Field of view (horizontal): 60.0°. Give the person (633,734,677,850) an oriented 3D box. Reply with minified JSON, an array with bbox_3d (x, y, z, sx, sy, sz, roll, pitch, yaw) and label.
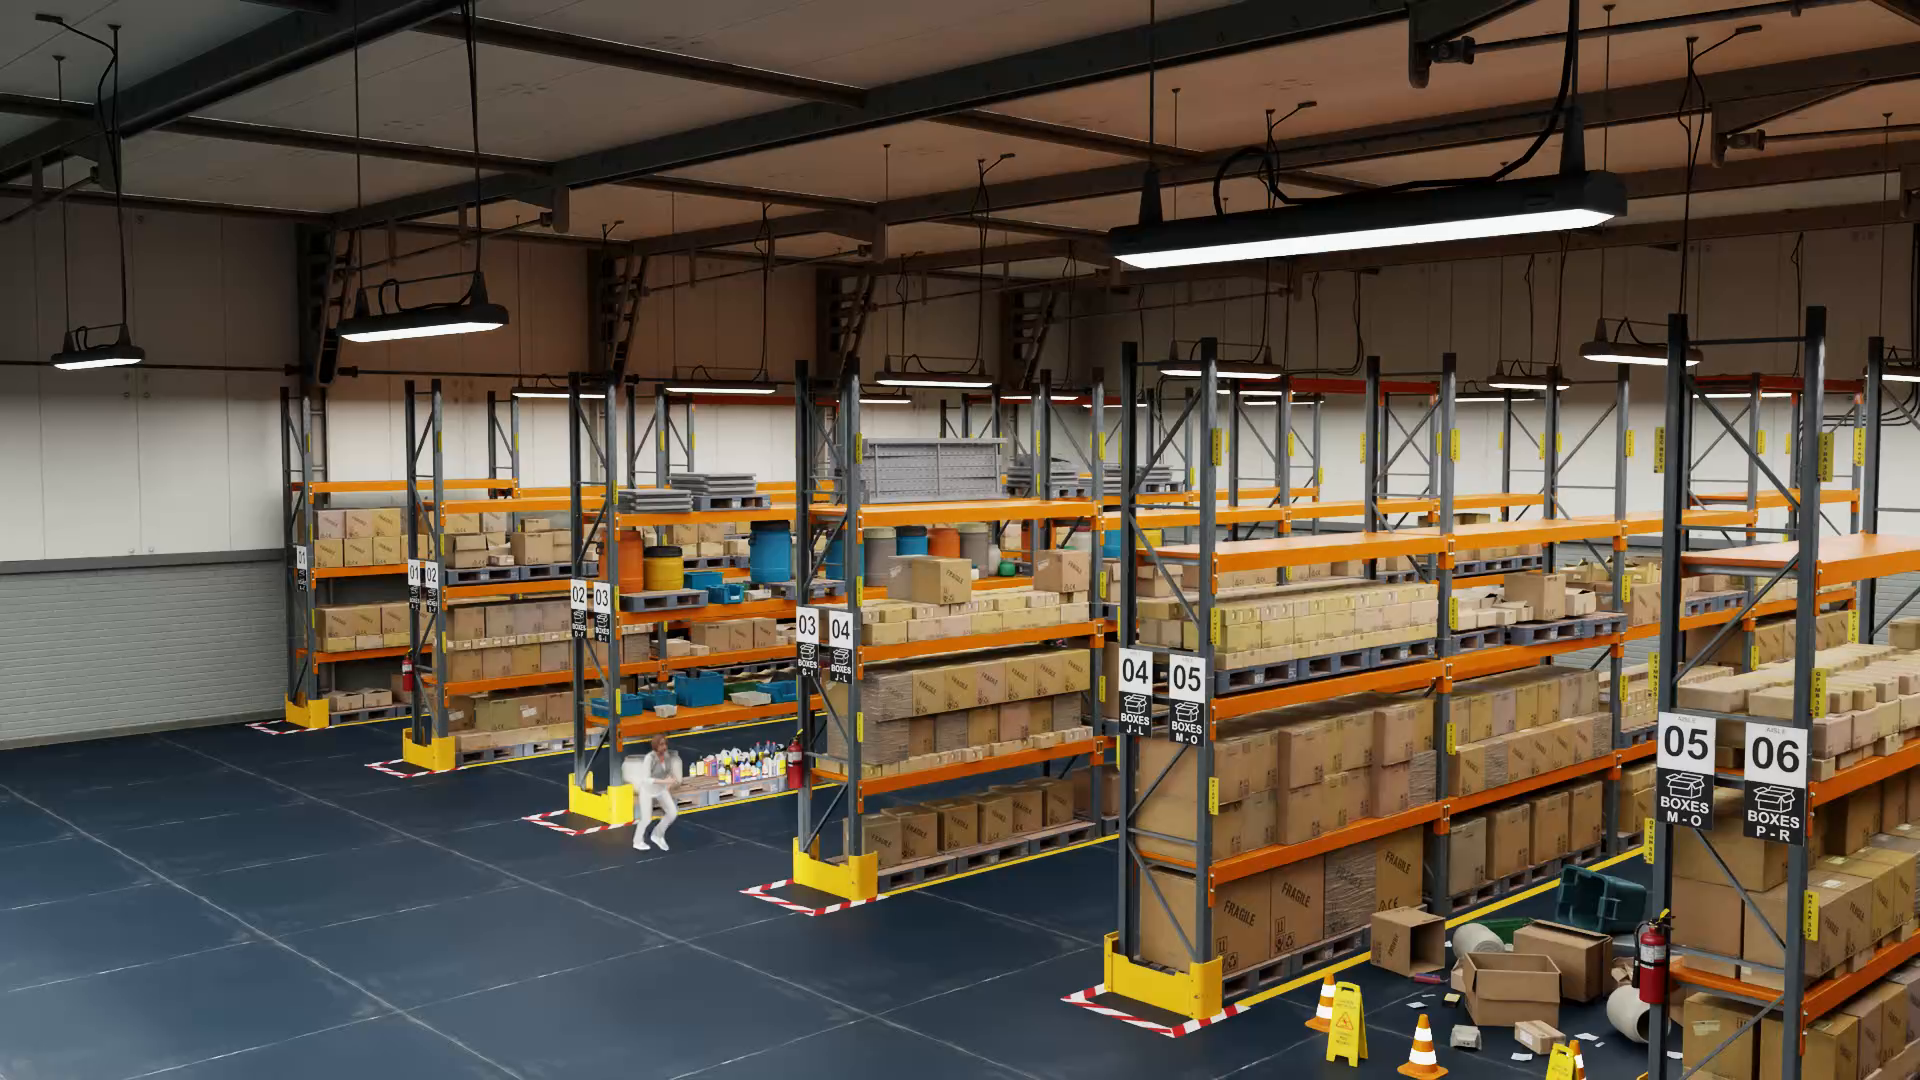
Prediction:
[{"bbox_3d":[-3.724,3.104,20.378,0.862,1.481,0.529,4,5,44],"label":"person"}]
